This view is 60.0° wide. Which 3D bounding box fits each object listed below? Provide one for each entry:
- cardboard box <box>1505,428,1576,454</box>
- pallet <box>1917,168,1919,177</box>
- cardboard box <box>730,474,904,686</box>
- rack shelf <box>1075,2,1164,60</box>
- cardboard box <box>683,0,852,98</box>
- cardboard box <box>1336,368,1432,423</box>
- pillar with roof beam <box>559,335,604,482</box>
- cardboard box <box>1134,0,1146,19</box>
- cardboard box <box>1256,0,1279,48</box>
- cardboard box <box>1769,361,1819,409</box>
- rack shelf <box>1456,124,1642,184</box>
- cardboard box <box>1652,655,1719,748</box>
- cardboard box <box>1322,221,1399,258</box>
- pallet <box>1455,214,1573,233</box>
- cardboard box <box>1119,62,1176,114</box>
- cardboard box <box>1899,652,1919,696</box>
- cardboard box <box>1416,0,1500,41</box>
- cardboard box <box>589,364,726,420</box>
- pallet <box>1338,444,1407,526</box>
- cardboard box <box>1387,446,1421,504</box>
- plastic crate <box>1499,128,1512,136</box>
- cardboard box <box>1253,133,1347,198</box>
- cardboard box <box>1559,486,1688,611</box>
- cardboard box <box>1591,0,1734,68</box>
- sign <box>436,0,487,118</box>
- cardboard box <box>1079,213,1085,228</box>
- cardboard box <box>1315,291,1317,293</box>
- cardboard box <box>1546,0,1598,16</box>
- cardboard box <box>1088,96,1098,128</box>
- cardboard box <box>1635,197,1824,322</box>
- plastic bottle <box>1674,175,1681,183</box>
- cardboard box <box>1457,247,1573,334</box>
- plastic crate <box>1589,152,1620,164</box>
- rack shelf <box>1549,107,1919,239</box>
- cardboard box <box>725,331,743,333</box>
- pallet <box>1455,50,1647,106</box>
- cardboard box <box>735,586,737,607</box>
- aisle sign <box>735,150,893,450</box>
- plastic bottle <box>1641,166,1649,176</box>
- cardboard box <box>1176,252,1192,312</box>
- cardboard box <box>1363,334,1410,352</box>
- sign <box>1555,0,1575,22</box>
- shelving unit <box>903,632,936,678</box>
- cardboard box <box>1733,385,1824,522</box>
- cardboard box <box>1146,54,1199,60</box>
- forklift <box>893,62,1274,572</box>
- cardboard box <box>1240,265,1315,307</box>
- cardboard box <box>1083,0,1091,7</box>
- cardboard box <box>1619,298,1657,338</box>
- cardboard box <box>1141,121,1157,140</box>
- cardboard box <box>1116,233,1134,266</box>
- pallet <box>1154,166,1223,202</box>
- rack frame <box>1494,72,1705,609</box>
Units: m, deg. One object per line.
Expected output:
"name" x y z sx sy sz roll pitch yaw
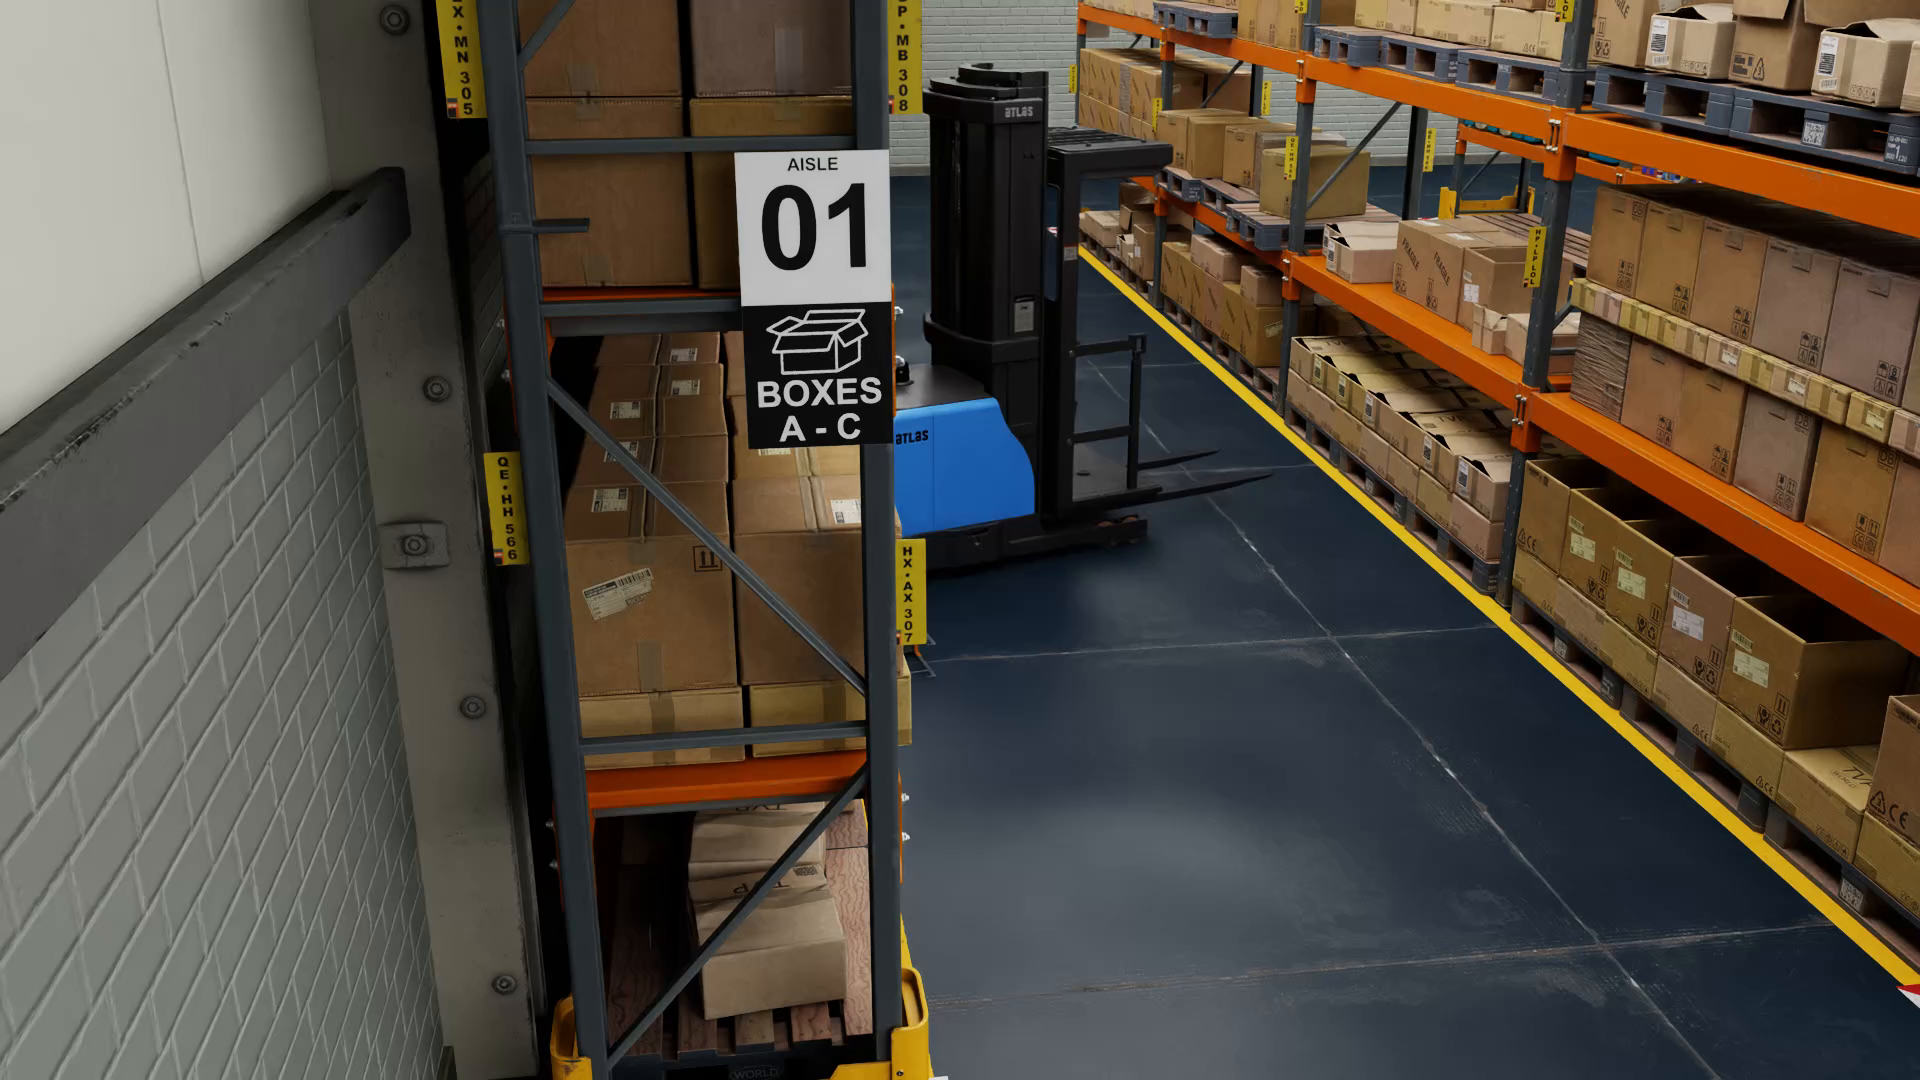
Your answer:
"cardboard box" 3.760 -0.552 10.436 0.500 0.311 0.500 -3 21 -8
"pallet" 4.141 -1.277 5.686 1.003 0.211 1.213 -3 21 -8
"cardboard box" -0.456 0.114 5.239 0.500 0.500 0.500 -3 21 -8
"rack shelf" 2.199 -5.582 18.116 1.077 0.370 4.000 -3 21 -8
"cardboard box" -0.500 -1.491 4.533 0.500 0.500 0.500 -4 21 -12
"cardboard box" 3.004 -1.054 11.778 0.500 0.311 0.500 -3 21 -9
"pillar with roof beam" 1.754 -4.719 10.490 9.100 9.000 0.400 -3 21 -8
"cardboard box" 2.092 -5.485 17.042 0.500 0.250 0.500 -3 21 -8
"cardboard box" 2.894 -4.214 13.283 0.910 0.500 0.500 -3 21 -8
"cardboard box" 3.748 -0.677 7.172 0.380 0.149 0.250 -3 21 -8
"rack shelf" 7.101 -4.425 19.306 1.077 0.370 4.000 -3 21 -8
"cardboard box" 3.619 0.735 7.790 0.500 0.250 0.500 -3 21 -8
"cardboard box" 3.073 -2.267 12.625 0.500 0.311 0.500 -2 21 -4
"pallet" 6.893 -3.861 20.752 1.003 0.211 1.213 -3 21 -8
"cardboard box" 2.009 -4.850 17.844 0.500 0.500 0.500 -3 21 -7
"cardboard box" 4.201 0.531 7.265 0.500 0.500 0.500 -3 21 -8
"cardboard box" 3.349 -3.435 10.952 0.500 0.250 0.500 -3 21 -9
"cardboard box" -1.177 -0.386 6.577 0.500 0.500 0.500 -3 21 -7
"pallet" 3.316 -0.422 11.544 1.003 0.211 1.213 -3 21 -8
"cardboard box" 3.148 -0.442 10.941 0.500 0.250 0.500 -2 21 -7
"plastic crate" 6.585 -4.907 19.859 0.250 0.136 0.298 -3 21 -8
"cardboard box" 2.919 -3.219 14.304 0.700 0.500 0.500 1 20 2
"cardboard box" 3.477 0.038 8.586 0.500 0.500 0.500 -3 21 -8
"cardboard box" 3.452 -2.578 8.102 0.500 0.500 0.500 -1 21 -3
"sign" -1.237 -1.214 4.128 0.100 0.325 0.005 -3 21 -8
"cardboard box" 1.631 -3.915 20.356 0.380 0.149 0.250 -3 21 -8
"cardboard box" 3.133 -1.999 14.724 0.500 0.500 0.500 -3 21 -8
"cardboard box" 3.590 -3.150 9.118 0.500 0.500 0.500 -3 21 -7
"cardboard box" 1.793 -4.908 19.427 0.500 0.500 0.500 -3 21 -8
"cardboard box" 3.785 -1.378 8.121 0.700 0.500 0.500 -3 21 -8
"plastic bottle" 7.121 -3.662 16.418 0.097 0.271 0.097 0 20 0
"cardboard box" 3.470 -1.548 10.430 0.500 0.500 0.500 -1 21 -4
"plastic crate" 6.984 -4.235 17.705 0.392 0.384 0.575 -3 21 -8
"rack shelf" 3.929 -1.427 6.992 1.077 0.370 4.000 -3 21 -8
"cardboard box" -0.809 -0.770 7.605 0.500 0.500 0.500 -3 21 -8
"pallet" 3.500 -2.672 9.569 0.805 0.209 1.217 -4 21 -10
"cardboard box" -0.530 0.281 5.862 0.500 0.250 0.500 -4 21 -9
"aisle sign" -0.377 -0.624 4.383 0.394 0.787 0.004 -3 21 -8
"plastic bottle" 7.020 -3.867 16.949 0.061 0.283 0.133 -3 21 -8
"cardboard box" 2.404 -2.493 16.047 0.500 0.500 0.500 -3 21 -7
"cardboard box" 3.383 -1.439 12.810 0.500 0.311 0.500 -2 21 -6
"sign" 3.105 -2.816 8.492 0.100 0.325 0.005 -3 21 -8
"shelving unit" -0.434 0.450 9.232 0.258 0.189 1.200 -7 21 -18
"cardboard box" 3.936 -0.412 7.388 0.700 0.500 0.500 -2 21 -6
"cardboard box" 2.400 -5.227 18.853 0.500 0.500 0.500 -2 21 -6
"forklift" 0.631 -1.475 10.477 3.031 2.935 1.130 -10 23 -25
"cardboard box" 2.684 -2.154 14.069 0.500 0.250 0.500 -2 21 -6
"cardboard box" 1.733 -6.351 19.360 0.500 0.250 0.500 -3 21 -8
"cardboard box" 3.563 -1.123 8.367 0.380 0.149 0.250 -3 21 -9
"cardboard box" 2.161 -4.028 17.072 0.500 0.500 0.500 -3 21 -7
"cardboard box" 2.016 -3.211 18.239 0.500 0.311 0.500 -3 21 -8
"pallet" 2.494 -3.449 15.939 1.003 0.211 1.213 -3 21 -8
"rack frame" 3.640 -1.052 9.245 1.000 3.000 0.127 -3 21 -8
